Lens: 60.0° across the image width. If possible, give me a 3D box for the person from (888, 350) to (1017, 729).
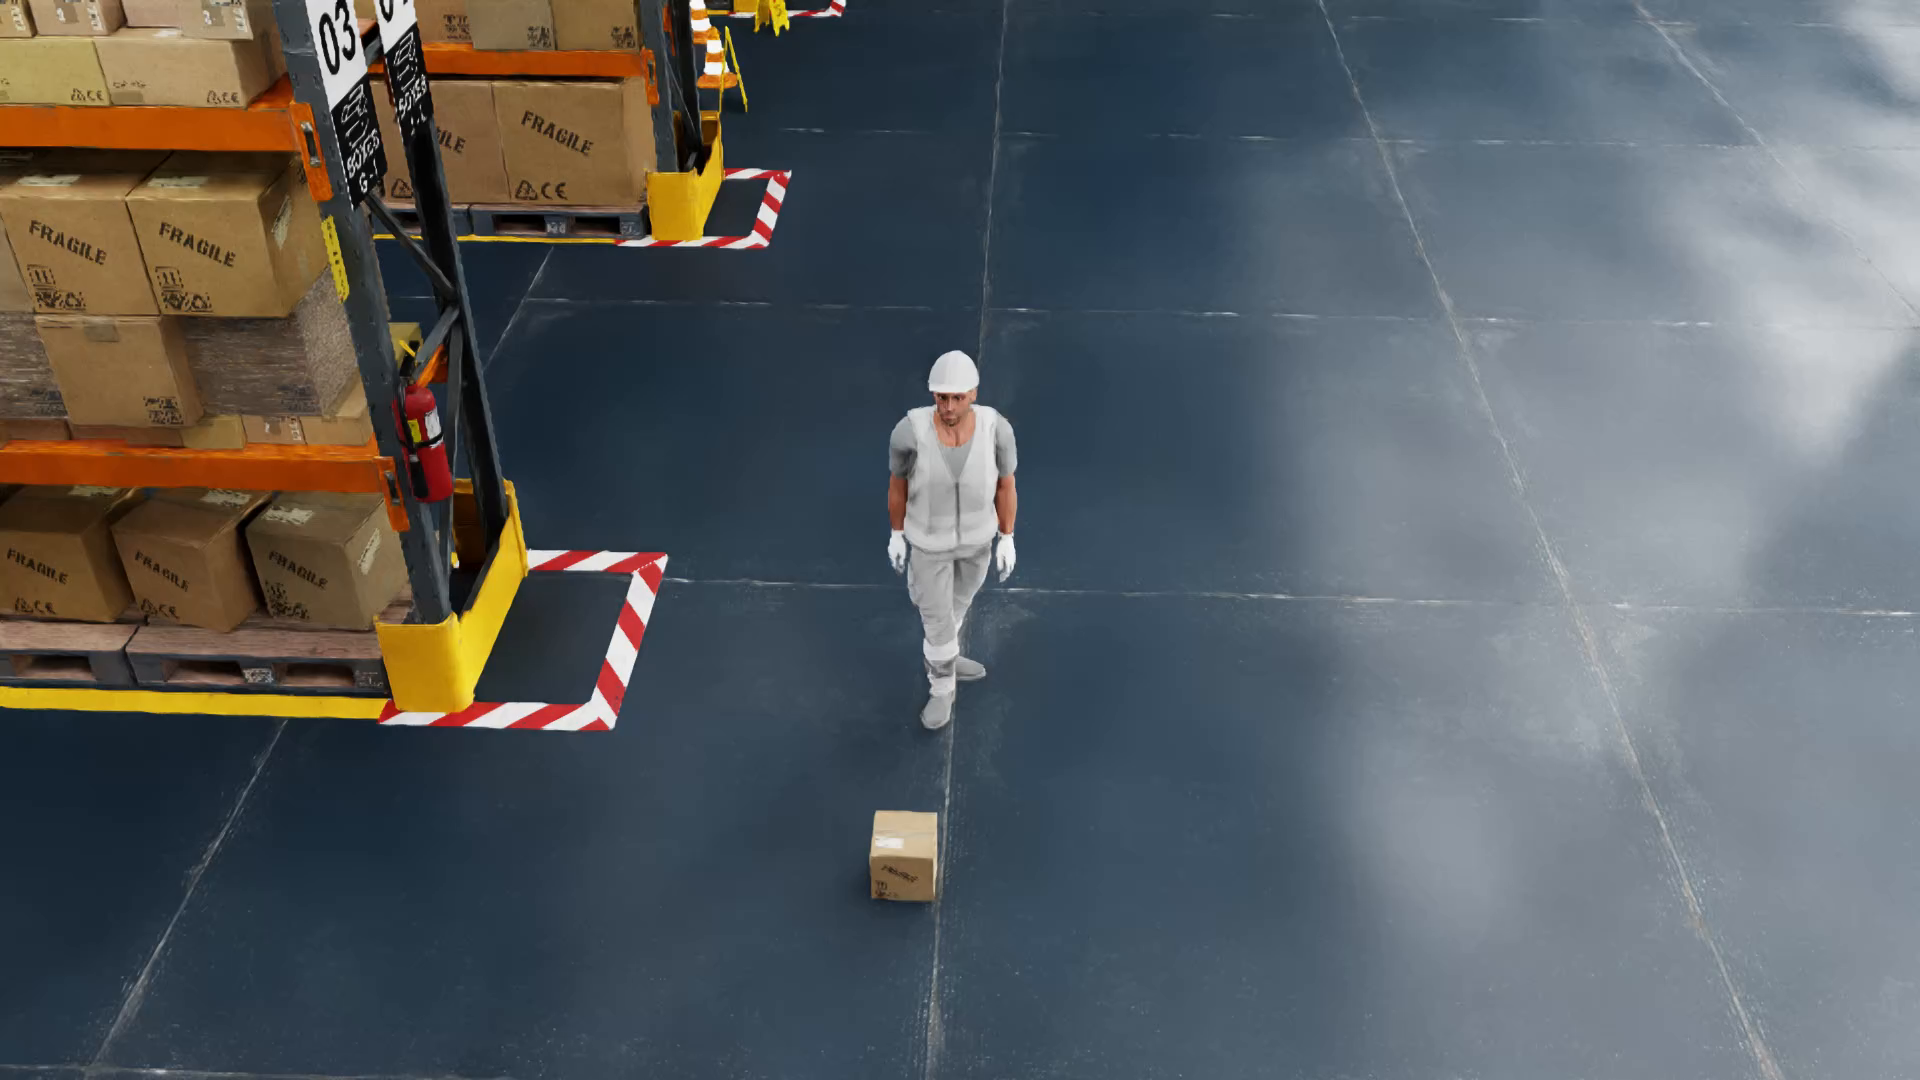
[{"bbox_3d":[-0.038,-0.027,7.113,0.546,1.792,0.485,-9,36,-13],"label":"person"}]
